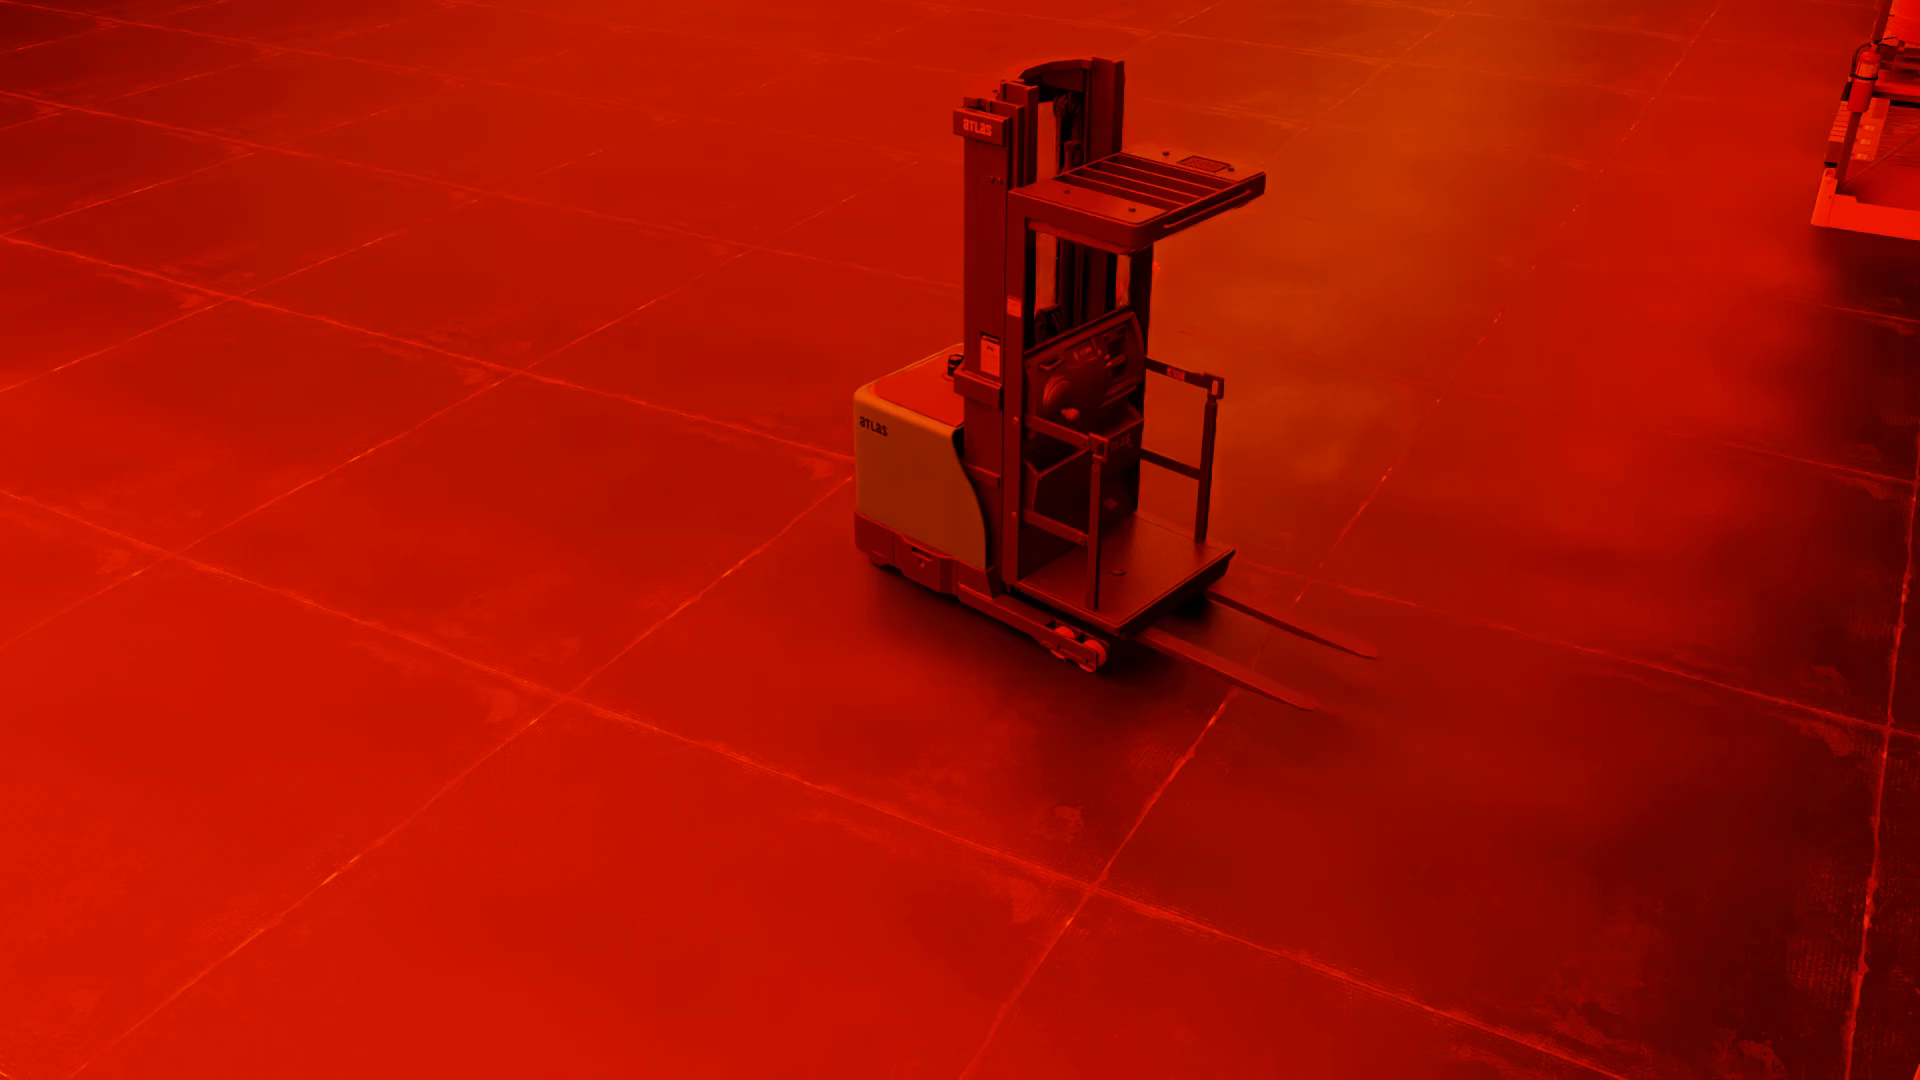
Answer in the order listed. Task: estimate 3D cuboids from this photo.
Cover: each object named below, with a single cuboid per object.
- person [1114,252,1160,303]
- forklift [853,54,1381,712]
[{"bbox_3d":[1.002,-1.720,11.363,0.694,1.660,0.770,5,30,8],"label":"person"},{"bbox_3d":[0.816,-0.870,8.578,3.031,2.935,1.130,24,38,35],"label":"forklift"}]
